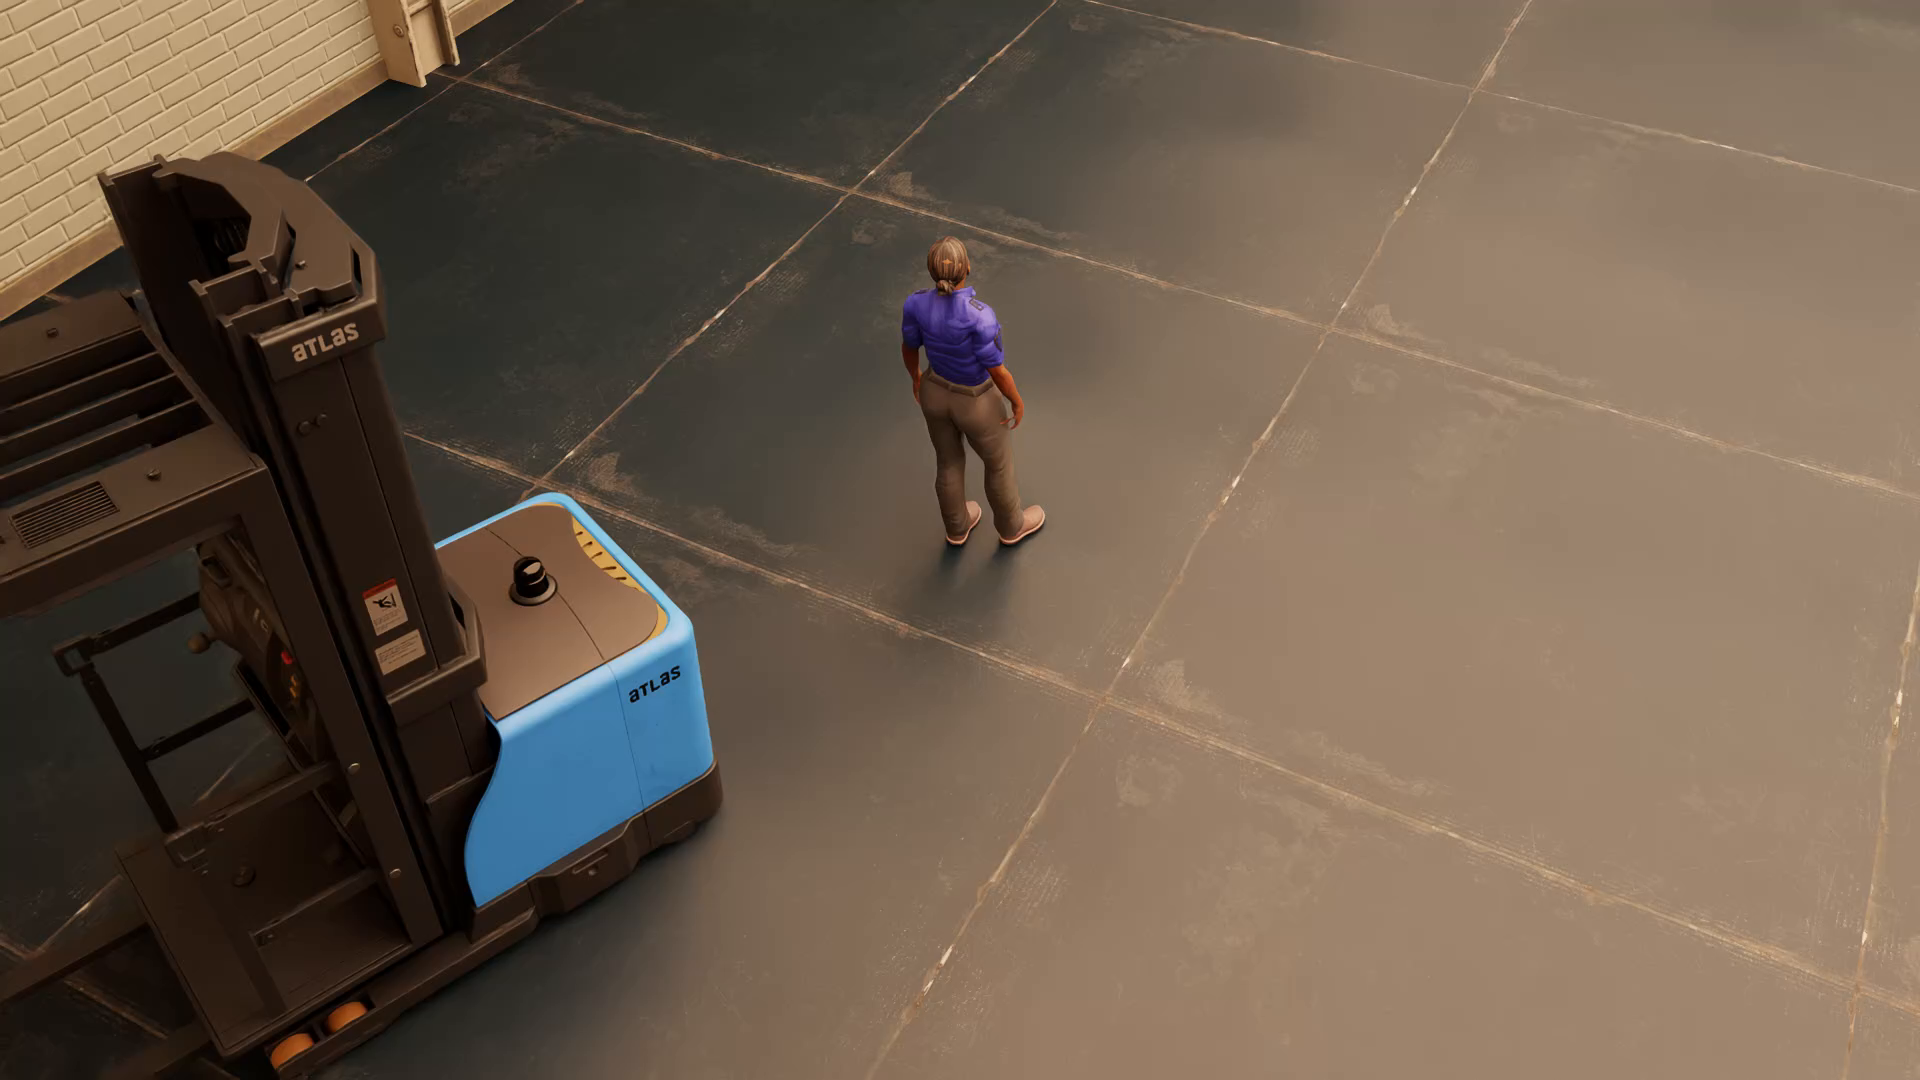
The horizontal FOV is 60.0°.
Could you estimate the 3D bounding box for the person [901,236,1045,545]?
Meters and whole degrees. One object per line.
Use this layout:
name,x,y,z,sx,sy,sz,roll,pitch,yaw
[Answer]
person,0.058,-0.646,7.278,0.570,1.631,0.503,20,47,20

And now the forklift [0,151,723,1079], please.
forklift,-2.399,0.402,5.227,3.031,2.935,1.130,-29,51,-28
